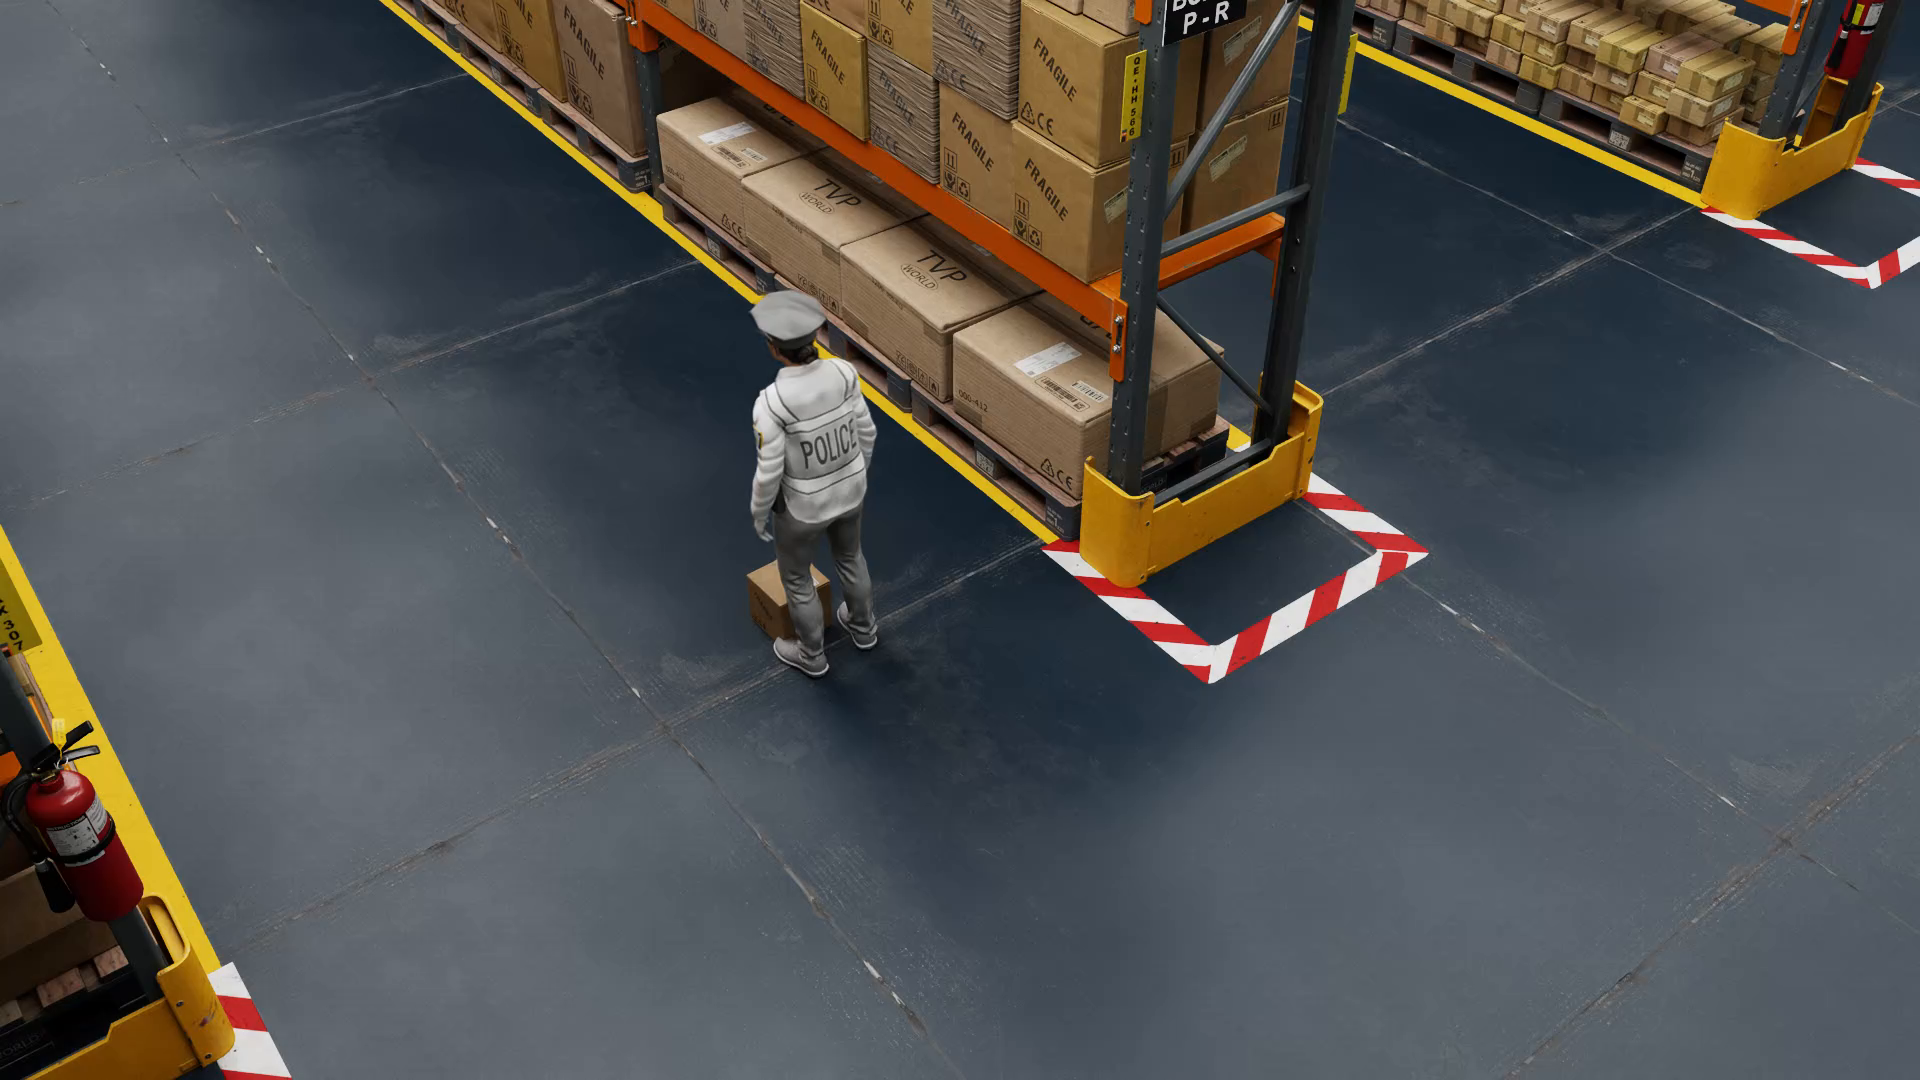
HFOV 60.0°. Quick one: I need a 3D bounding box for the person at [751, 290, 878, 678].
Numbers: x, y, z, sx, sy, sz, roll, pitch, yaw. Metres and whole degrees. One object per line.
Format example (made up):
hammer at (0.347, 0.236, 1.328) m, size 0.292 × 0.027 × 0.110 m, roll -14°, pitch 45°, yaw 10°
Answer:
person at (-0.557, -0.168, 6.351) m, size 0.529 × 1.664 × 0.374 m, roll -27°, pitch 47°, yaw -28°
